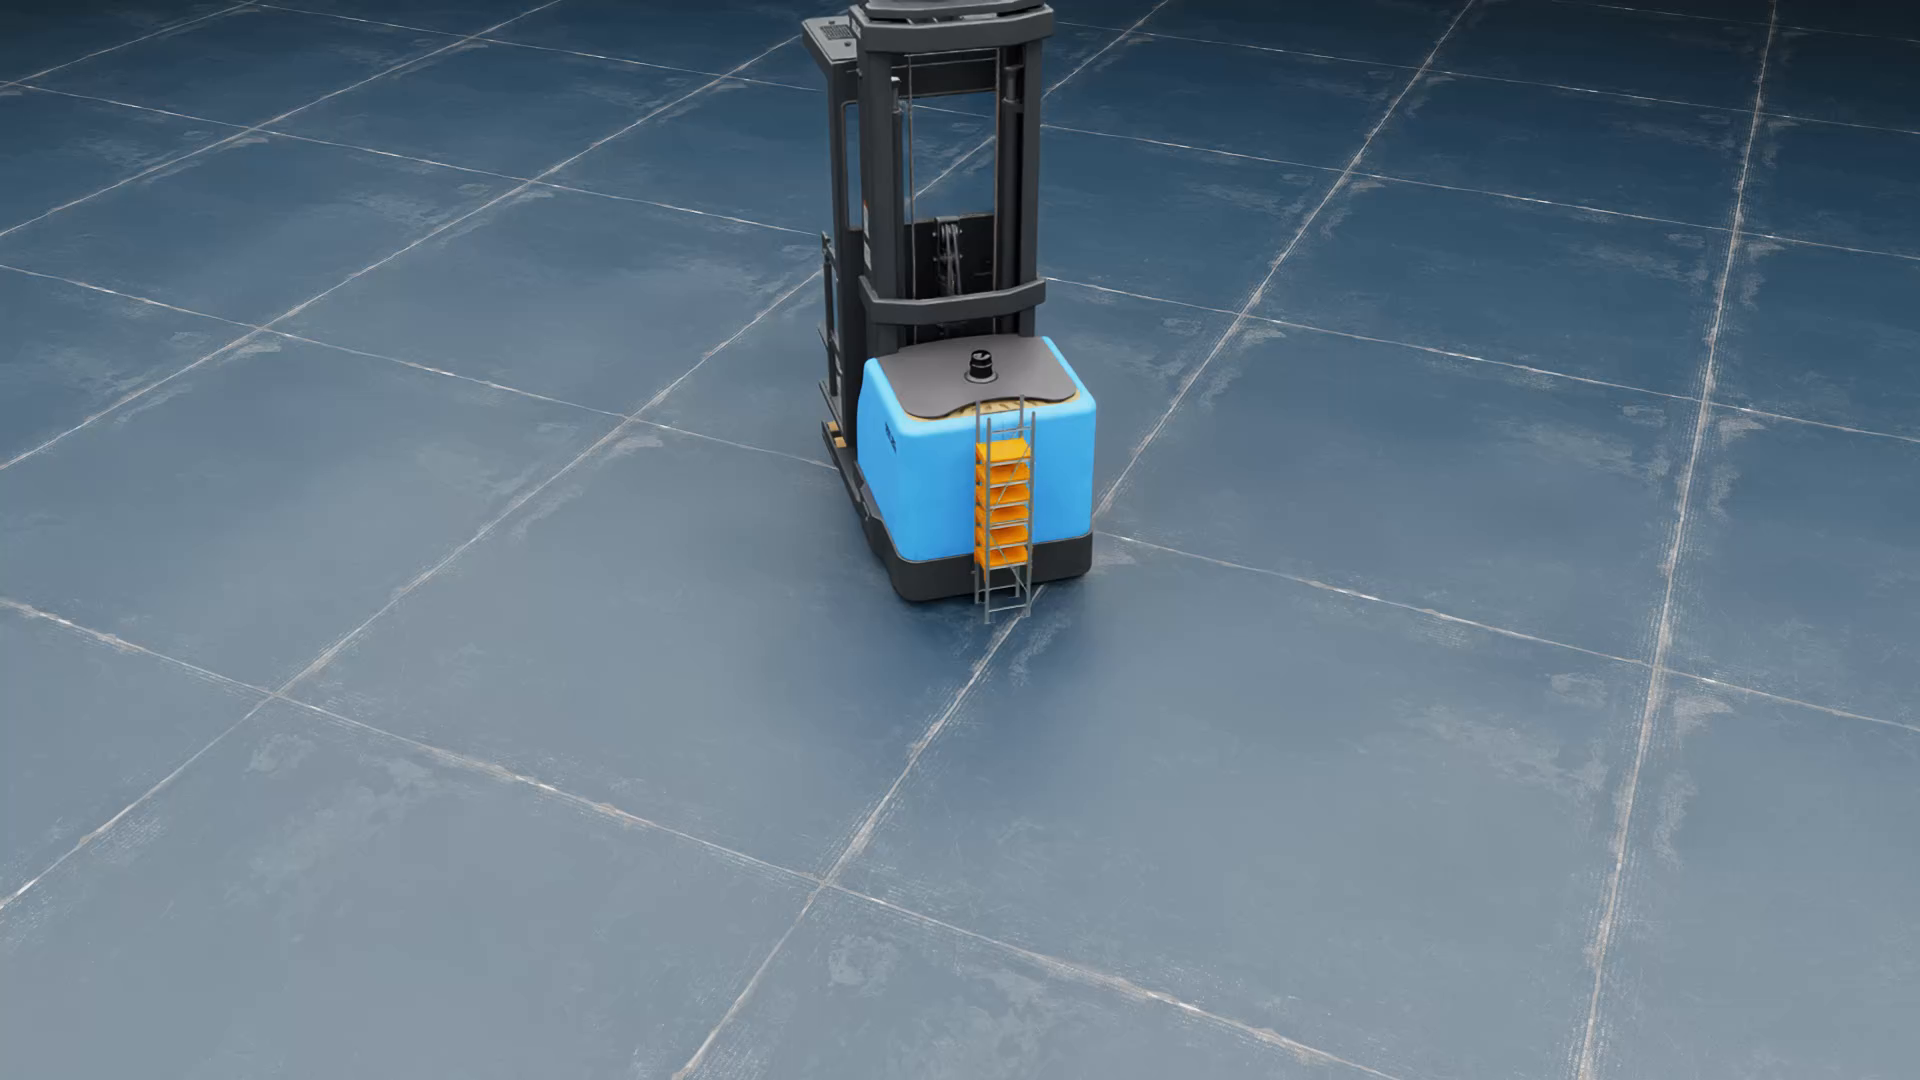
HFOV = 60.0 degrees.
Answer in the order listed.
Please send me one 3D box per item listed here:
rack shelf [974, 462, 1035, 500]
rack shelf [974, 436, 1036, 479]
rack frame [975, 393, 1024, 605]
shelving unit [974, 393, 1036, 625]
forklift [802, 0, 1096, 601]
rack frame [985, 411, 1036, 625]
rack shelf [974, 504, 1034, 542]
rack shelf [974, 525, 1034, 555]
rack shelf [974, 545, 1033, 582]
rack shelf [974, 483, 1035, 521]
[{"bbox_3d":[0.217,-0.301,8.126,0.258,0.103,0.180,-9,34,-13],"label":"rack shelf"},{"bbox_3d":[0.217,-0.401,8.060,0.258,0.103,0.180,-9,34,-13],"label":"rack shelf"},{"bbox_3d":[0.193,-0.185,8.307,0.240,1.200,0.006,-9,34,-13],"label":"rack frame"},{"bbox_3d":[0.217,-0.137,8.233,0.258,1.200,0.189,-9,34,-13],"label":"shelving unit"},{"bbox_3d":[-0.195,-1.716,9.062,1.130,2.935,3.031,-9,34,-13],"label":"forklift"},{"bbox_3d":[0.242,-0.089,8.160,0.240,1.200,0.006,-9,34,-13],"label":"rack frame"},{"bbox_3d":[0.217,-0.100,8.258,0.258,0.103,0.180,-9,34,-13],"label":"rack shelf"},{"bbox_3d":[0.217,0.000,8.323,0.258,0.103,0.180,-9,34,-13],"label":"rack shelf"},{"bbox_3d":[0.217,0.101,8.389,0.258,0.103,0.180,-9,34,-13],"label":"rack shelf"},{"bbox_3d":[0.217,-0.200,8.192,0.258,0.103,0.180,-9,34,-13],"label":"rack shelf"}]
